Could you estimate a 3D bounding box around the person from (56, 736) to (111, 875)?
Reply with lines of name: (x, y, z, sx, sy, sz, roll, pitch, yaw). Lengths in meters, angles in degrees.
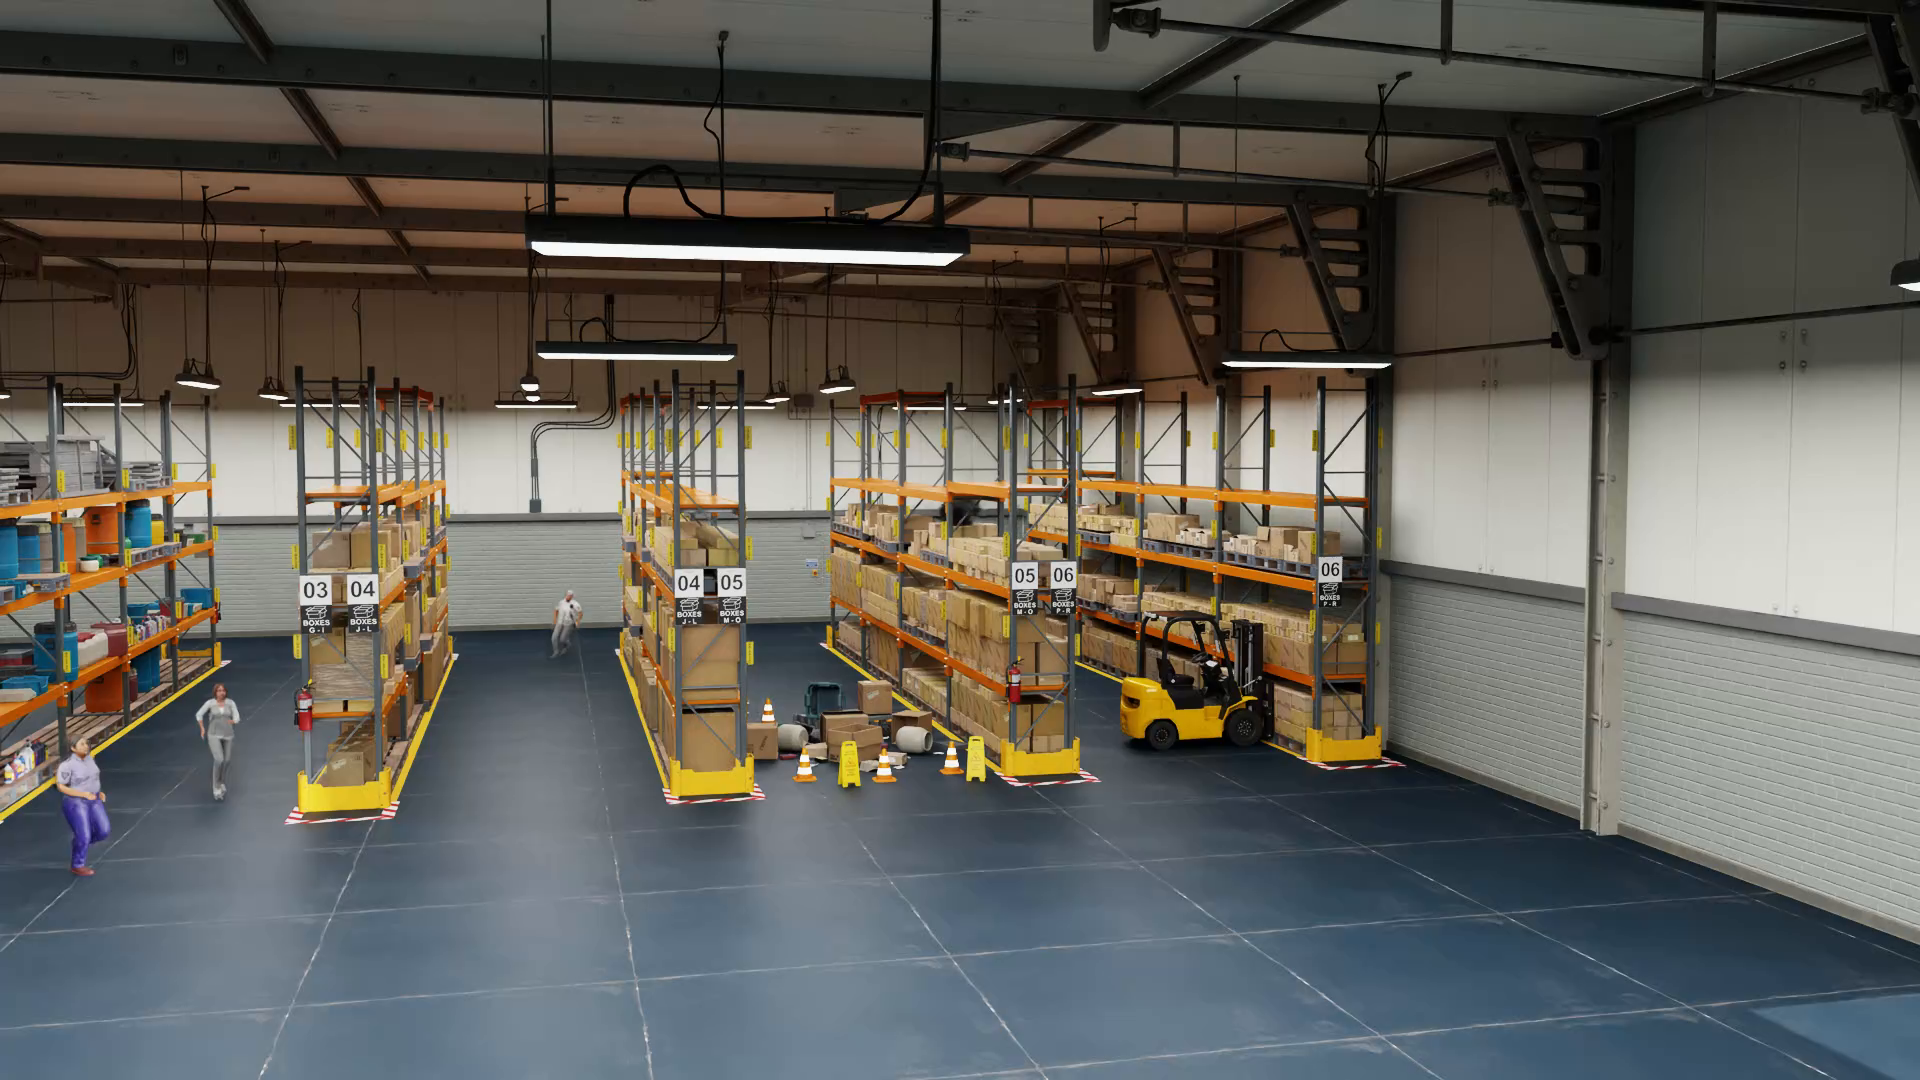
person: (-10.126, 3.062, 19.220, 0.542, 1.607, 0.606, 1, 4, 17)

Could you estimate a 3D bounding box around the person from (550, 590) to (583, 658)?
person: (-9.094, 1.936, 38.458, 0.721, 1.580, 0.542, 1, 3, 11)

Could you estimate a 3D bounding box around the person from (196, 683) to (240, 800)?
person: (-10.366, 2.812, 23.304, 0.503, 1.630, 0.694, -3, 5, -41)
